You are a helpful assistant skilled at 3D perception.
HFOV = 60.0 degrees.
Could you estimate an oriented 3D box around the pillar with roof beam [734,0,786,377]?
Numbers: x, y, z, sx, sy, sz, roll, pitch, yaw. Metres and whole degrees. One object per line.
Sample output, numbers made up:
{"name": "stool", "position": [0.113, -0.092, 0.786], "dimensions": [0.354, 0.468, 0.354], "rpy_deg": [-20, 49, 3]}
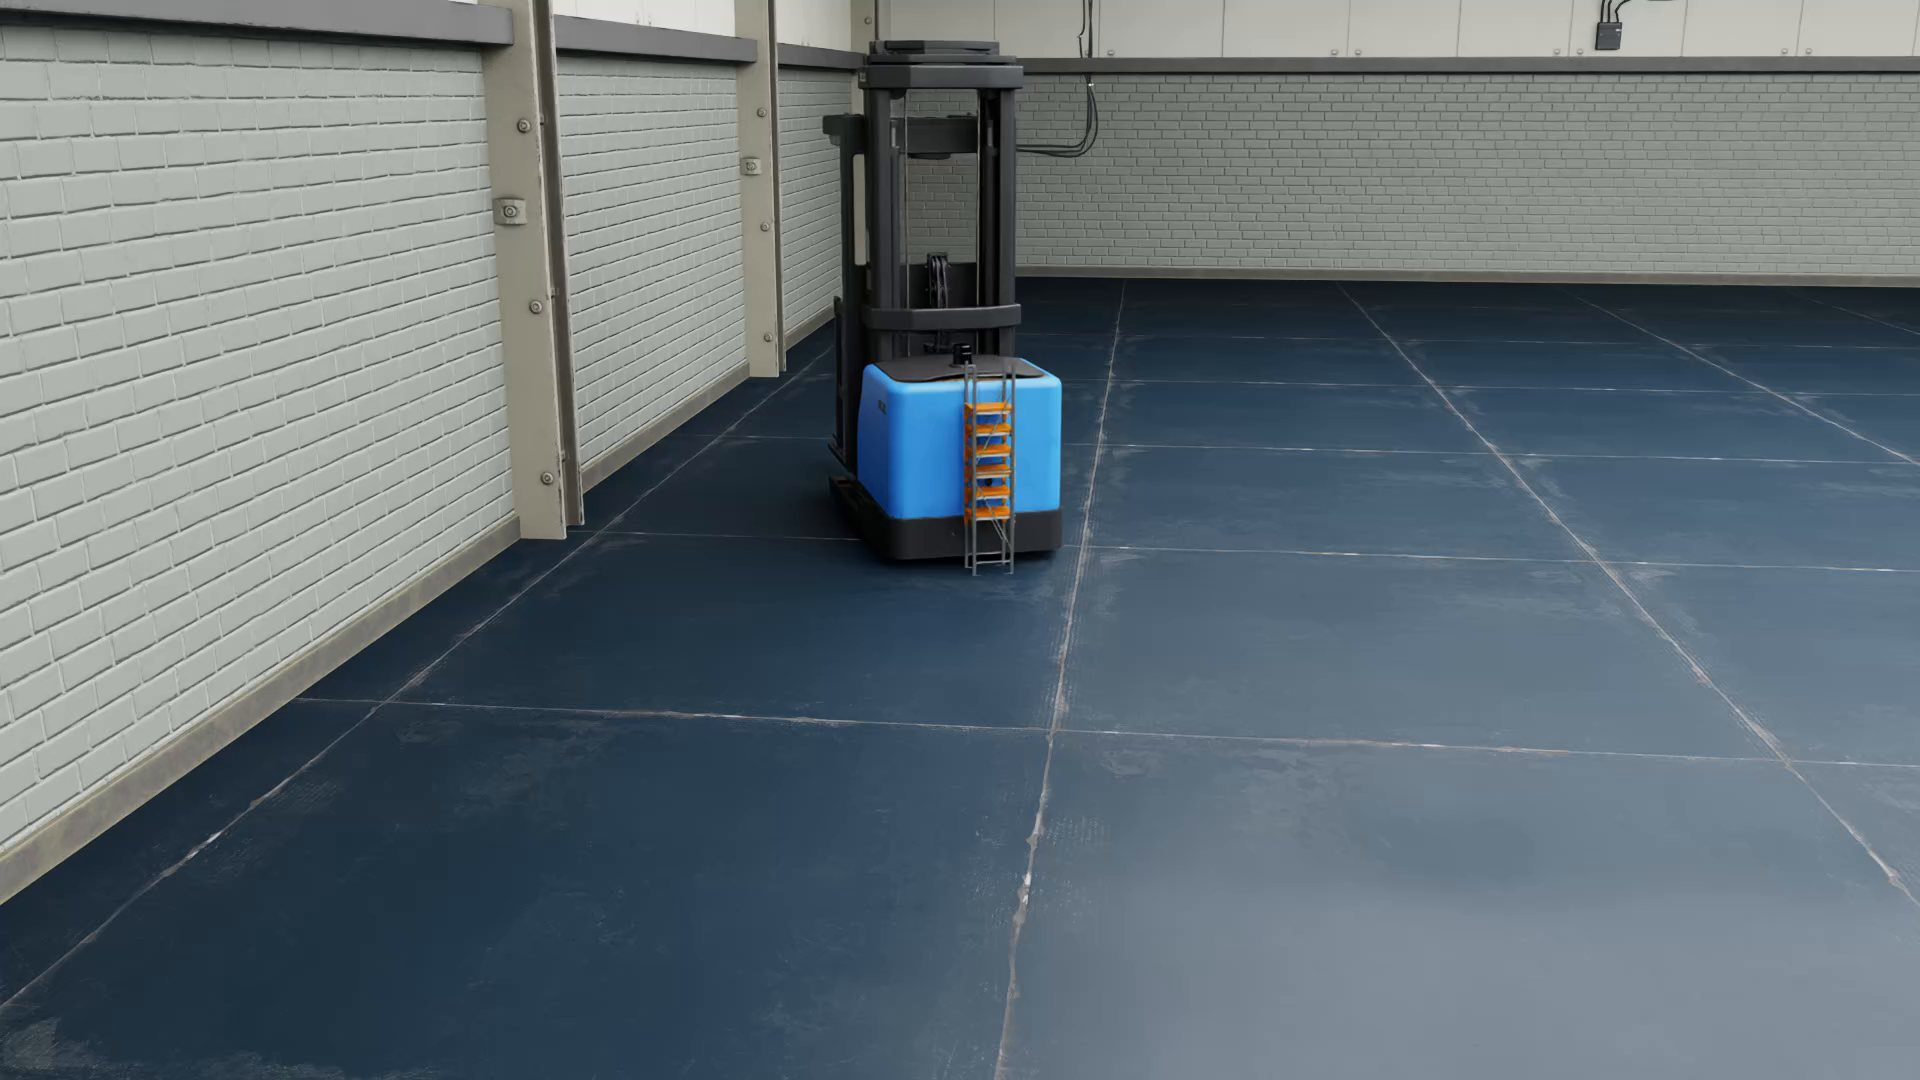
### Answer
{"name": "pillar with roof beam", "position": [2.398, -5.833, 14.493], "dimensions": [9.100, 9.000, 0.400], "rpy_deg": [2, 15, 6]}

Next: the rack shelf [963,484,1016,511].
{"name": "rack shelf", "position": [0.166, -0.241, 9.385], "dimensions": [0.258, 0.103, 0.180], "rpy_deg": [-4, 16, -13]}

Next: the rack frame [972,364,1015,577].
{"name": "rack frame", "position": [0.187, -0.377, 9.256], "dimensions": [0.240, 1.200, 0.006], "rpy_deg": [-4, 16, -13]}

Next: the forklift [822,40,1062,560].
{"name": "forklift", "position": [-0.252, -1.642, 10.620], "dimensions": [1.130, 2.935, 3.031], "rpy_deg": [-4, 16, -13]}

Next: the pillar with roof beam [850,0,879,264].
{"name": "pillar with roof beam", "position": [3.075, -7.389, 20.248], "dimensions": [9.100, 9.000, 0.400], "rpy_deg": [2, 15, 6]}

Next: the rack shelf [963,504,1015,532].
{"name": "rack shelf", "position": [0.166, -0.125, 9.416], "dimensions": [0.258, 0.103, 0.180], "rpy_deg": [-4, 16, -13]}

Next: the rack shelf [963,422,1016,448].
{"name": "rack shelf", "position": [0.166, -0.589, 9.291], "dimensions": [0.258, 0.103, 0.180], "rpy_deg": [-4, 16, -13]}

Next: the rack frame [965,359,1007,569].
{"name": "rack frame", "position": [0.144, -0.423, 9.428], "dimensions": [0.240, 1.200, 0.006], "rpy_deg": [-4, 16, -13]}

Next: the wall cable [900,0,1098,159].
{"name": "wall cable", "position": [0.444, -6.742, 23.804], "dimensions": [3.097, 2.526, 0.112], "rpy_deg": [2, 15, 6]}

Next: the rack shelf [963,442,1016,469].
{"name": "rack shelf", "position": [0.166, -0.473, 9.322], "dimensions": [0.258, 0.103, 0.180], "rpy_deg": [-4, 16, -13]}

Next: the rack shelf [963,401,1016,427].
{"name": "rack shelf", "position": [0.166, -0.704, 9.259], "dimensions": [0.258, 0.103, 0.180], "rpy_deg": [-4, 16, -13]}

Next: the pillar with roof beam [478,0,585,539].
{"name": "pillar with roof beam", "position": [1.721, -4.277, 8.738], "dimensions": [9.100, 9.000, 0.400], "rpy_deg": [2, 15, 6]}

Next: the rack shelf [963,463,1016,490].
{"name": "rack shelf", "position": [0.166, -0.357, 9.353], "dimensions": [0.258, 0.103, 0.180], "rpy_deg": [-4, 16, -13]}

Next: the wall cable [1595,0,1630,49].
{"name": "wall cable", "position": [9.875, -9.599, 21.905], "dimensions": [2.305, 6.003, 0.169], "rpy_deg": [2, 15, 6]}

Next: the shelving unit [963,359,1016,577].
{"name": "shelving unit", "position": [0.166, -0.400, 9.342], "dimensions": [0.258, 1.200, 0.189], "rpy_deg": [-4, 16, -13]}
